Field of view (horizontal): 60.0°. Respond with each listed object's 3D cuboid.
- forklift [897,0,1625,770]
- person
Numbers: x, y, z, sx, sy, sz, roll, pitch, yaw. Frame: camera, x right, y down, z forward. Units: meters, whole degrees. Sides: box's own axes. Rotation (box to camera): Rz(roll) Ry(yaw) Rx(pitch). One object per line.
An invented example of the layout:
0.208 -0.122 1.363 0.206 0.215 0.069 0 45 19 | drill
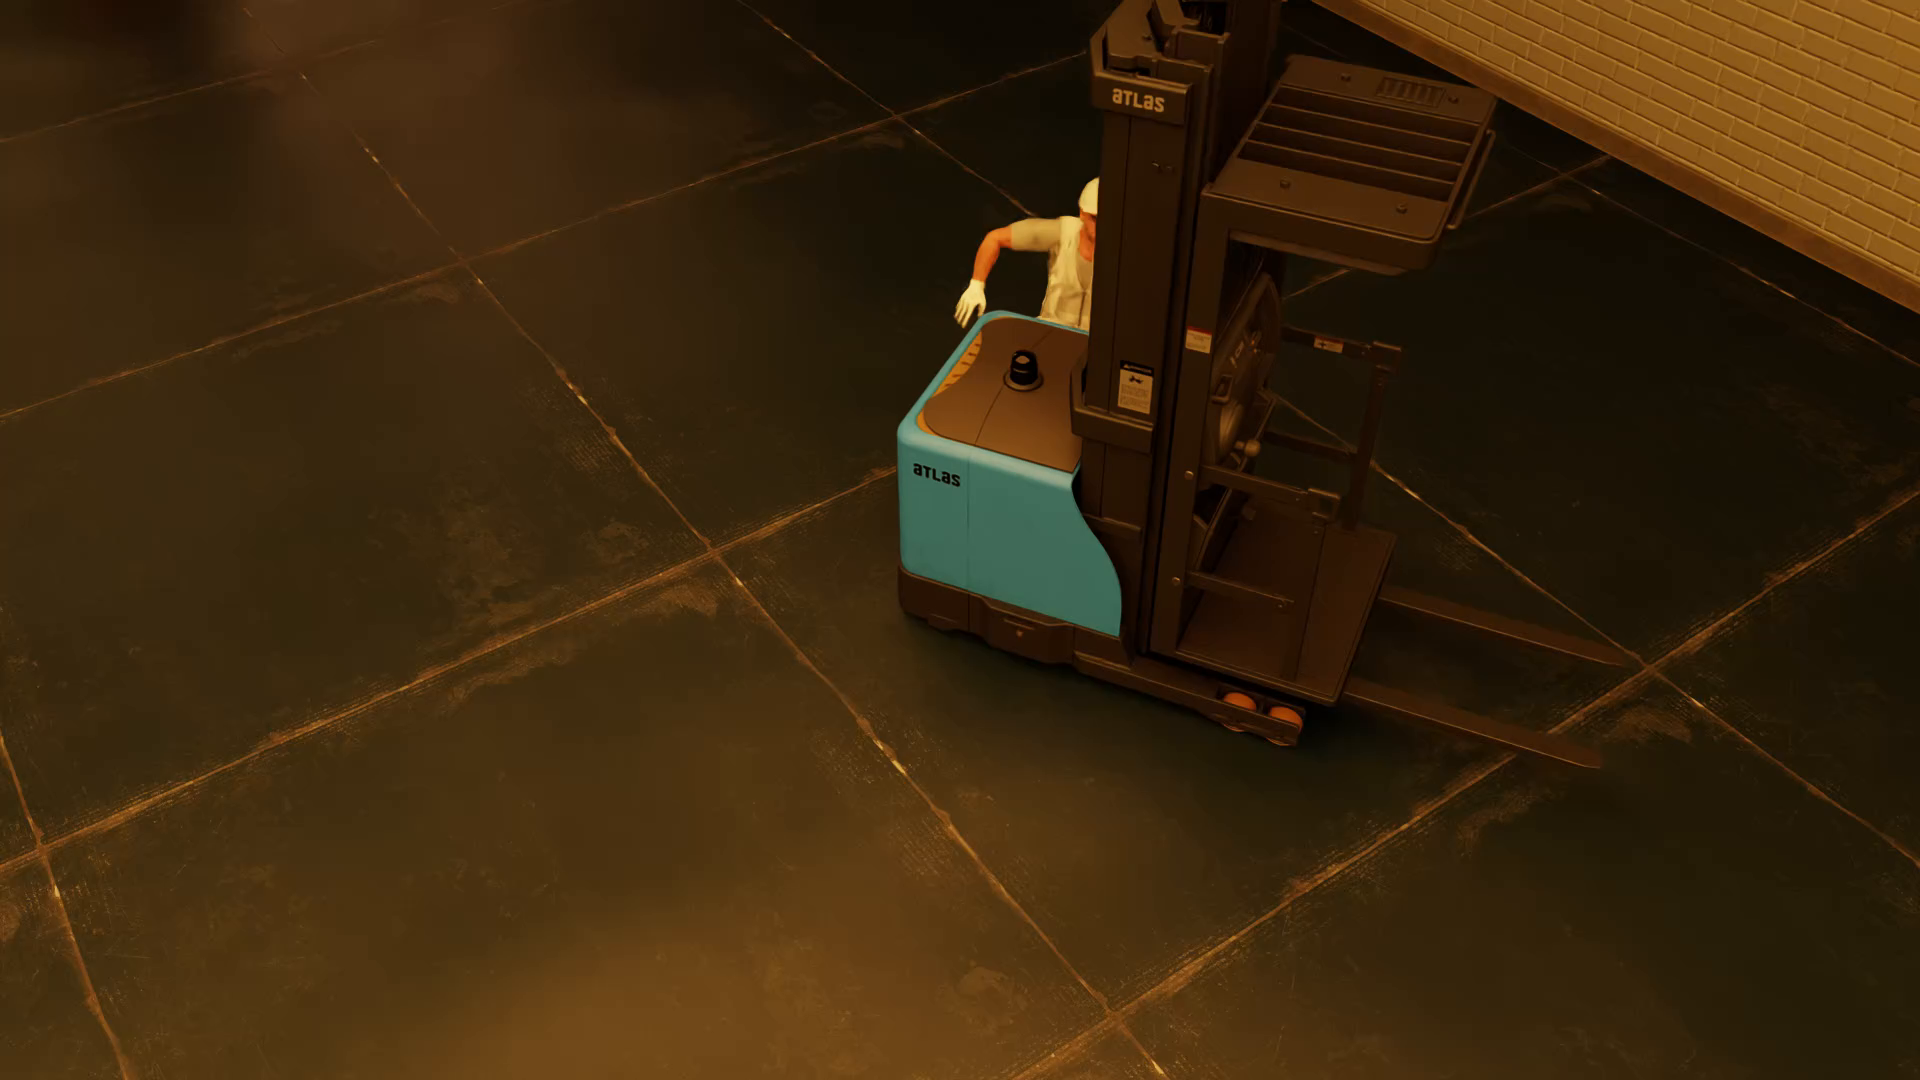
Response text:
1.287 -0.632 6.401 3.031 2.935 1.130 17 45 17 | forklift
0.536 -0.872 7.633 1.136 1.499 0.860 3 43 3 | person
